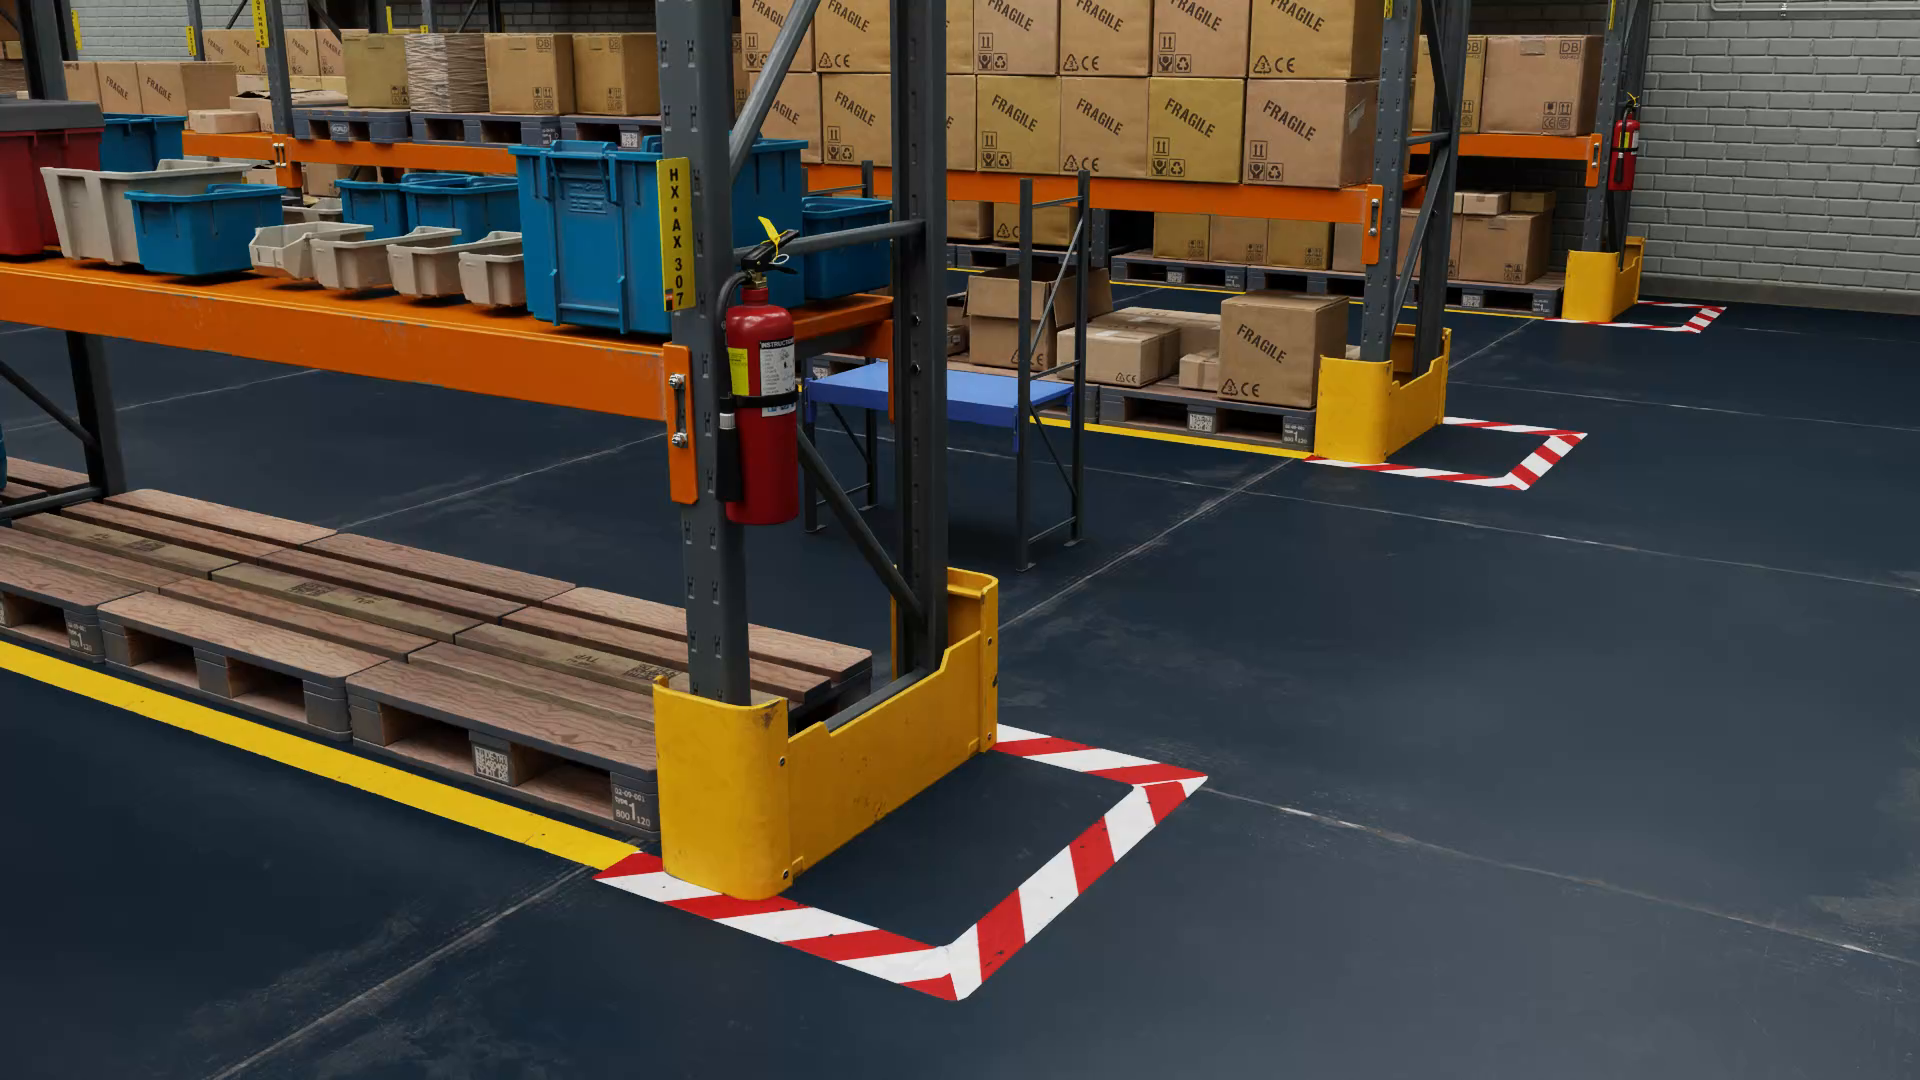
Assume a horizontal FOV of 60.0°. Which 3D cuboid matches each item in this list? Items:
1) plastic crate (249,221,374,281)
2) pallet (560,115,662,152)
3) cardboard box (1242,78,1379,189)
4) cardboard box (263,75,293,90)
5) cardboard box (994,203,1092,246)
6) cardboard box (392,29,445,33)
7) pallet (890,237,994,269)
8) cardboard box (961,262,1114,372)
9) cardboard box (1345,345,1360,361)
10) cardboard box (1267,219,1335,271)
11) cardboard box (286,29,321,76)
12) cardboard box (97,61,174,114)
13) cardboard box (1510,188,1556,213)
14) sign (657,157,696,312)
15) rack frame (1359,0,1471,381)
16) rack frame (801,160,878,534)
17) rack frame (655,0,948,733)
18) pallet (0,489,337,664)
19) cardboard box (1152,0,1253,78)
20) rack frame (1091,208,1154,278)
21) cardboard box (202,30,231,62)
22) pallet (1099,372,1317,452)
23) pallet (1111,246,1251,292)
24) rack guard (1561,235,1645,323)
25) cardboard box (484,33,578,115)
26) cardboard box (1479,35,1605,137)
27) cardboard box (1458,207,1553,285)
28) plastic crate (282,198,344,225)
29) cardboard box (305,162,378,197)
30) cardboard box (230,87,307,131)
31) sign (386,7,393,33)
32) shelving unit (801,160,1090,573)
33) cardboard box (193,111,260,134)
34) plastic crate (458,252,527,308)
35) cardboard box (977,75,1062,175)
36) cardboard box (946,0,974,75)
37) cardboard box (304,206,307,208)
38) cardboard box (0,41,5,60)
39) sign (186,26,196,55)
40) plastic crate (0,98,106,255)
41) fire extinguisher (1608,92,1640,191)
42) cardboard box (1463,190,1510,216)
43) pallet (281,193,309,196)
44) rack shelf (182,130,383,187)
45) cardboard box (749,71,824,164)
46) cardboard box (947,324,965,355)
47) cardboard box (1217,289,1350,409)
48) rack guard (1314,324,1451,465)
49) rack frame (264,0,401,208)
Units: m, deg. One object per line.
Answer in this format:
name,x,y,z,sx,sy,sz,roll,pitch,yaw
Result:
plastic crate,-1.887,-0.834,4.817,0.250,0.136,0.298,10,20,30
pallet,-1.782,-2.619,10.674,1.213,0.211,1.003,10,20,30
cardboard box,1.726,-2.003,8.142,0.500,0.500,0.500,11,20,32
cardboard box,-7.664,-5.246,19.214,0.500,0.250,0.500,10,19,29
cardboard box,0.809,-3.029,14.668,0.750,0.750,0.750,10,20,31
cardboard box,-5.951,-5.299,18.098,0.500,0.500,0.500,10,20,30
pallet,-0.310,-2.740,15.538,1.213,0.211,1.003,10,20,30
cardboard box,0.445,-1.294,9.519,0.637,0.503,0.797,10,20,30
cardboard box,2.073,-0.949,8.994,0.250,0.149,0.380,10,20,30
cardboard box,2.877,-2.500,13.529,0.500,0.500,0.700,11,20,31
cardboard box,-7.246,-5.532,18.864,0.500,0.500,0.500,11,20,32
cardboard box,-6.454,-3.550,13.236,0.500,0.500,0.500,10,20,30
cardboard box,4.402,-2.609,12.772,0.250,0.149,0.380,10,20,30
sign,-0.620,-0.667,3.637,0.005,0.325,0.100,10,20,30
rack frame,2.250,-1.954,8.154,0.127,3.000,1.000,10,20,30
rack frame,-0.506,-0.808,6.960,0.032,1.500,0.500,10,20,30
rack frame,-0.345,-0.728,4.117,0.127,3.000,1.000,10,20,30
pallet,-3.107,0.100,6.189,1.213,0.211,1.003,10,20,30
cardboard box,1.296,-2.557,8.245,0.500,0.500,0.500,11,20,32
rack frame,1.431,-3.790,14.198,0.127,3.000,1.000,10,20,30
cardboard box,-8.545,-5.765,19.632,0.500,0.500,0.500,10,20,30
pallet,1.505,-0.752,8.996,1.213,0.211,1.003,10,20,30
pallet,2.038,-2.321,14.158,1.213,0.211,1.003,10,20,30
rack guard,4.860,-1.982,12.546,0.348,0.500,1.175,10,20,30
cardboard box,-2.696,-3.065,10.916,0.500,0.500,0.700,5,18,16
cardboard box,4.399,-3.400,12.398,0.700,0.700,0.980,11,20,33
cardboard box,4.190,-2.268,12.766,0.500,0.500,0.700,10,20,30
plastic crate,-2.113,-1.049,5.523,0.466,0.136,0.293,10,20,30
cardboard box,-7.167,-4.292,19.392,0.500,0.500,0.700,9,19,27
cardboard box,-5.228,-3.312,12.778,0.500,0.311,0.500,10,19,29
sign,-4.291,-3.823,12.450,0.005,0.325,0.100,10,20,30
shelving unit,-0.073,-0.731,6.706,1.048,1.500,0.538,10,20,30
cardboard box,-5.478,-3.119,12.421,0.250,0.149,0.380,10,20,30
plastic crate,-1.135,-0.710,4.407,0.243,0.136,0.396,10,20,30
cardboard box,0.430,-2.235,8.905,0.500,0.500,0.500,10,19,29
cardboard box,-0.027,-2.791,9.016,0.500,0.500,0.500,9,19,28
cardboard box,-5.142,-2.343,12.478,0.500,0.311,0.500,11,20,31
cardboard box,-8.319,-4.126,14.015,0.250,0.149,0.380,10,20,30
sign,-9.079,-5.895,19.638,0.005,0.325,0.100,10,20,30
plastic crate,-3.124,-1.198,5.450,0.583,0.464,0.402,10,20,30
fire extinguisher,4.726,-2.829,11.808,0.183,0.674,0.296,10,20,30
cardboard box,3.986,-2.553,12.587,0.250,0.149,0.380,10,19,29
pallet,-8.056,-4.137,20.138,1.213,0.211,1.003,10,20,30
rack shelf,-6.271,-3.131,13.266,4.000,0.370,1.077,10,20,30
cardboard box,-0.867,-2.465,9.665,0.500,0.500,0.500,11,20,31
cardboard box,-0.172,-1.171,9.693,0.250,0.166,0.380,10,20,30
cardboard box,1.658,-0.990,8.525,0.500,0.500,0.500,10,20,30
rack guard,2.185,-0.770,8.555,0.348,0.500,1.175,10,20,30
rack frame,-4.567,-3.171,12.160,0.127,3.000,1.000,10,20,30
